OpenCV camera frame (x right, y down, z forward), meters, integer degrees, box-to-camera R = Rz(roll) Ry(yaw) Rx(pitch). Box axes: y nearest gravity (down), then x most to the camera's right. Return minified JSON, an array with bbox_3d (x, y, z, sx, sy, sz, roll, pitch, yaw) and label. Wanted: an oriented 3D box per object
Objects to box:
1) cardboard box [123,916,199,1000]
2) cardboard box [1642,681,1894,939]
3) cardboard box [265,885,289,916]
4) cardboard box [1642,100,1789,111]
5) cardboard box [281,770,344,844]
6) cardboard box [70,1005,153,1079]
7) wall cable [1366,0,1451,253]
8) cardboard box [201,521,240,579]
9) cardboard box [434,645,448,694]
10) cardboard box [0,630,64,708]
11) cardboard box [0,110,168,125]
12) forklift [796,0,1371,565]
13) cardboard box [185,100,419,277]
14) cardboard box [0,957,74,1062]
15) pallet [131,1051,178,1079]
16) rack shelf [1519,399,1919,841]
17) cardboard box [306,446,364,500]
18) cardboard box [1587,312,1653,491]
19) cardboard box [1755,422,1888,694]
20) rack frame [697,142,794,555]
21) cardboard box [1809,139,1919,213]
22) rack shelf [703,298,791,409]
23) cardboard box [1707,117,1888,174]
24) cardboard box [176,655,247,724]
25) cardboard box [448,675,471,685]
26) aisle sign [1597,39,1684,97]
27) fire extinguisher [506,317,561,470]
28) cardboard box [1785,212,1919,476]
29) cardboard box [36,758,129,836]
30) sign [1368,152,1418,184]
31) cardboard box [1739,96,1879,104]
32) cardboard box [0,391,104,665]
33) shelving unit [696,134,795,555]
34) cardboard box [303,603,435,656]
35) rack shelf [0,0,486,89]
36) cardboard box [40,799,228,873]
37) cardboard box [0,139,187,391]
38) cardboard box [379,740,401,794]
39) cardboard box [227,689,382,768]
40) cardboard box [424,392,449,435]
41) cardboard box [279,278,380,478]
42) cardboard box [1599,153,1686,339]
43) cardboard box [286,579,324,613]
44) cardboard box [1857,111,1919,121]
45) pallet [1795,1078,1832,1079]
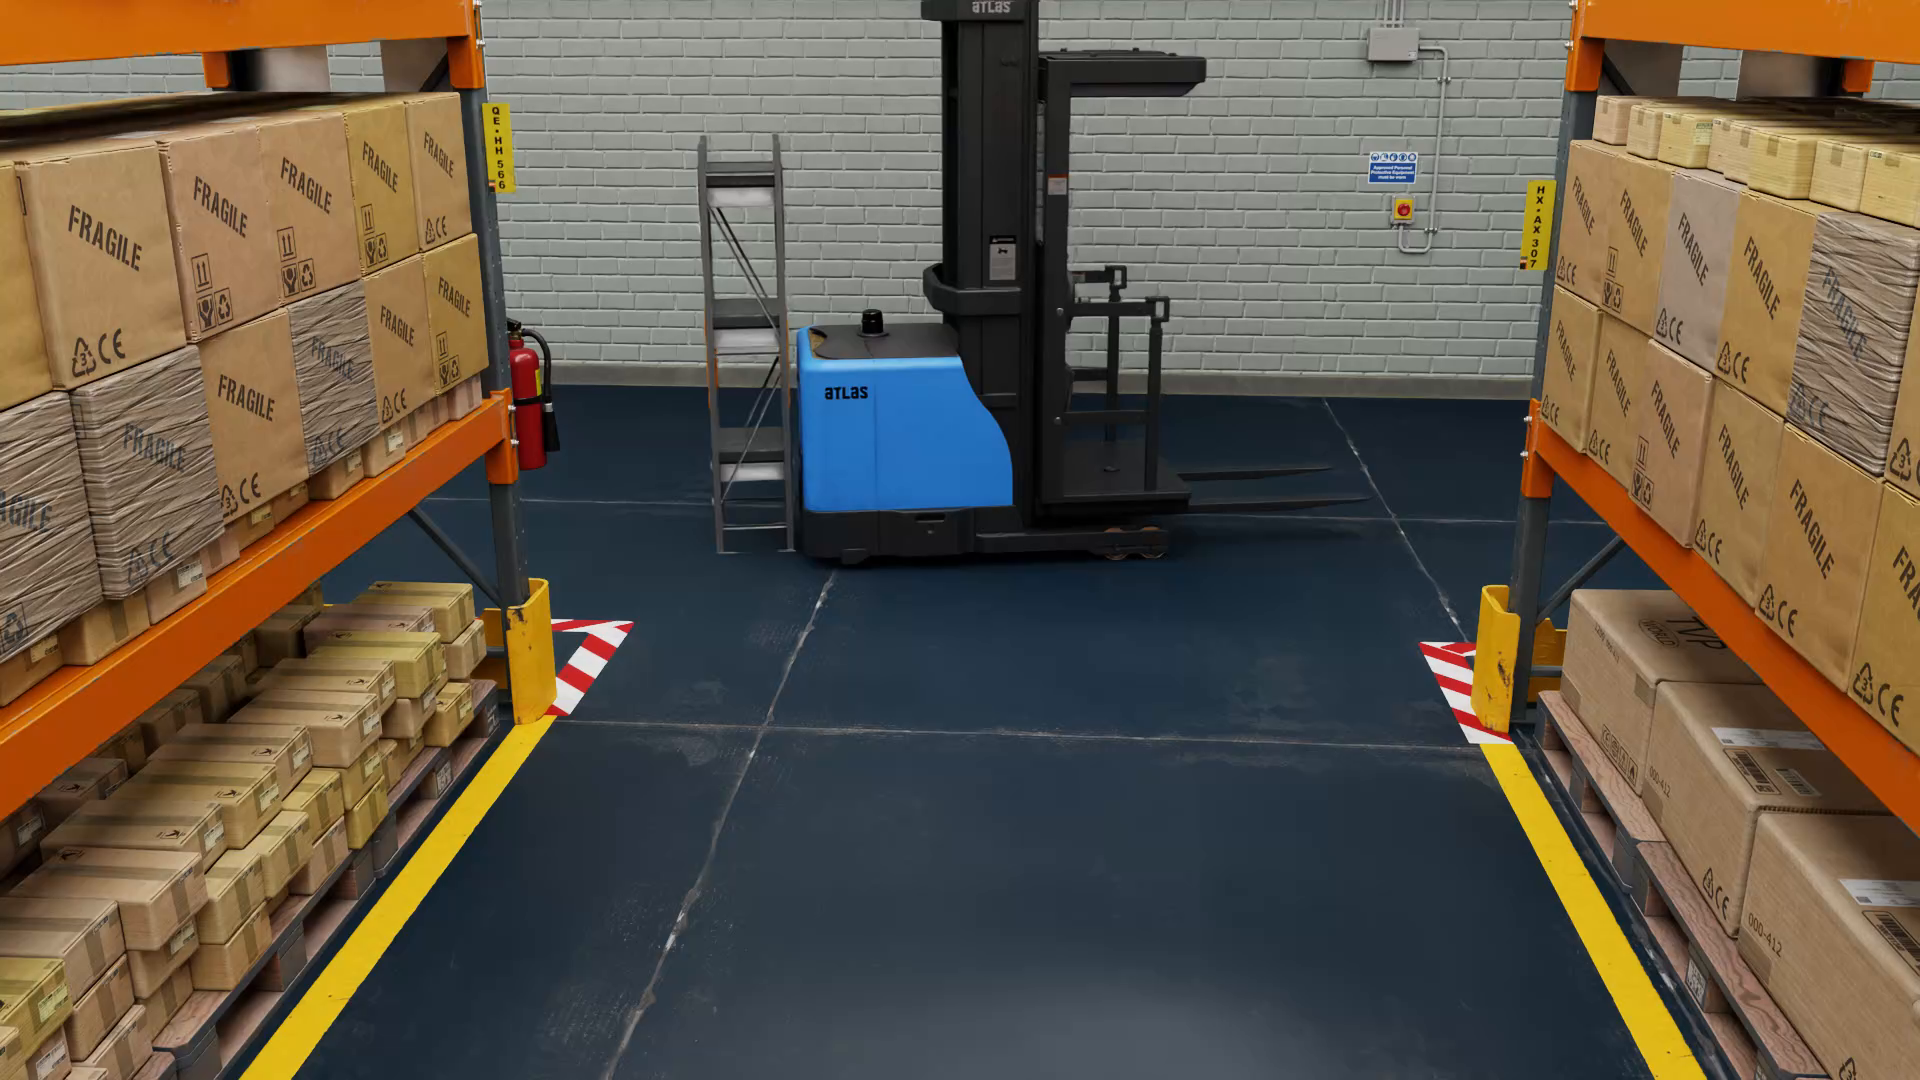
[{"bbox_3d":[-2.231,1.051,4.324,0.380,0.149,0.250,2,18,6],"label":"cardboard box"},{"bbox_3d":[2.675,0.815,5.059,0.875,0.438,0.875,2,18,5],"label":"cardboard box"},{"bbox_3d":[-2.210,1.031,4.864,0.380,0.149,0.250,2,18,5],"label":"cardboard box"},{"bbox_3d":[2.430,-1.339,5.383,0.380,0.149,0.250,2,18,5],"label":"cardboard box"},{"bbox_3d":[-2.115,0.812,5.054,0.380,0.149,0.250,2,18,7],"label":"cardboard box"},{"bbox_3d":[-2.252,1.277,4.113,0.380,0.149,0.250,1,18,3],"label":"cardboard box"},{"bbox_3d":[3.061,-2.944,11.409,0.585,1.953,0.123,1,18,4],"label":"wall cable"},{"bbox_3d":[-2.186,0.013,4.470,0.380,0.149,0.250,2,18,6],"label":"cardboard box"},{"bbox_3d":[-2.090,0.490,6.036,0.380,0.149,0.250,1,18,3],"label":"cardboard box"},{"bbox_3d":[-2.268,0.257,3.724,0.380,0.149,0.250,0,18,1],"label":"cardboard box"},{"bbox_3d":[-2.651,-0.986,4.872,0.500,0.500,0.500,1,18,3],"label":"cardboard box"},{"bbox_3d":[0.655,-1.449,8.637,3.031,2.935,1.130,-2,18,-7],"label":"forklift"},{"bbox_3d":[-2.086,-1.133,5.319,0.500,0.500,0.500,1,18,2],"label":"cardboard box"},{"bbox_3d":[-2.272,1.075,3.774,0.380,0.149,0.250,1,18,3],"label":"cardboard box"},{"bbox_3d":[-2.539,1.584,3.749,1.003,0.211,1.213,1,18,4],"label":"pallet"},{"bbox_3d":[2.536,0.268,4.442,1.077,0.370,4.000,1,18,4],"label":"rack shelf"},{"bbox_3d":[-2.108,-0.231,5.215,0.380,0.149,0.250,0,18,1],"label":"cardboard box"},{"bbox_3d":[2.350,-0.442,5.293,0.500,0.500,0.500,1,18,3],"label":"cardboard box"},{"bbox_3d":[2.224,0.034,3.841,0.500,0.500,0.500,1,18,3],"label":"cardboard box"},{"bbox_3d":[-1.071,-0.929,8.385,0.400,2.100,0.015,-2,18,-7],"label":"rack frame"},{"bbox_3d":[2.255,-0.858,3.917,0.380,0.149,0.250,1,18,4],"label":"cardboard box"},{"bbox_3d":[-1.100,-0.991,8.619,0.431,0.518,0.480,-2,18,-7],"label":"rack shelf"},{"bbox_3d":[2.330,-1.095,4.641,0.380,0.149,0.250,1,18,4],"label":"cardboard box"},{"bbox_3d":[-2.622,0.496,5.539,0.380,0.149,0.250,0,18,1],"label":"cardboard box"},{"bbox_3d":[-2.095,0.550,6.333,0.380,0.149,0.250,2,18,5],"label":"cardboard box"},{"bbox_3d":[2.396,-1.959,5.909,0.394,0.787,0.004,1,18,4],"label":"aisle sign"},{"bbox_3d":[-1.786,-0.628,6.745,0.296,0.674,0.183,1,18,4],"label":"fire extinguisher"},{"bbox_3d":[2.223,-0.443,3.693,0.500,0.500,0.500,2,18,5],"label":"cardboard box"},{"bbox_3d":[-2.638,0.743,4.786,0.380,0.149,0.250,1,18,4],"label":"cardboard box"},{"bbox_3d":[3.017,-2.595,11.591,0.327,0.218,0.001,1,18,4],"label":"sign"},{"bbox_3d":[2.854,-1.410,5.600,0.380,0.149,0.250,2,18,5],"label":"cardboard box"},{"bbox_3d":[-2.236,-0.022,3.536,0.500,0.500,0.500,1,18,4],"label":"cardboard box"},{"bbox_3d":[-1.100,-1.004,8.615,0.431,2.100,0.503,-2,18,-7],"label":"shelving unit"},{"bbox_3d":[-2.125,0.346,6.000,0.380,0.149,0.250,2,18,5],"label":"cardboard box"},{"bbox_3d":[-2.408,-1.236,4.216,1.077,0.370,4.000,1,18,4],"label":"rack shelf"},{"bbox_3d":[-2.240,0.830,4.523,0.380,0.149,0.250,1,18,2],"label":"cardboard box"},{"bbox_3d":[-2.187,-0.647,3.837,0.500,0.500,0.500,2,18,5],"label":"cardboard box"},{"bbox_3d":[-2.122,0.789,5.602,0.380,0.149,0.250,1,18,4],"label":"cardboard box"},{"bbox_3d":[-2.063,0.592,5.246,0.380,0.149,0.250,2,18,6],"label":"cardboard box"},{"bbox_3d":[-2.062,-0.470,5.945,0.380,0.149,0.250,1,18,4],"label":"cardboard box"},{"bbox_3d":[-2.109,-0.500,4.993,0.500,0.500,0.500,1,18,4],"label":"cardboard box"},{"bbox_3d":[2.331,-0.914,5.129,0.500,0.500,0.500,1,18,2],"label":"cardboard box"},{"bbox_3d":[-2.641,0.254,6.280,0.380,0.149,0.250,0,18,1],"label":"cardboard box"},{"bbox_3d":[2.866,-1.171,4.871,0.380,0.149,0.250,2,18,5],"label":"cardboard box"},{"bbox_3d":[2.526,1.638,3.584,1.003,0.211,1.213,1,18,4],"label":"pallet"}]
